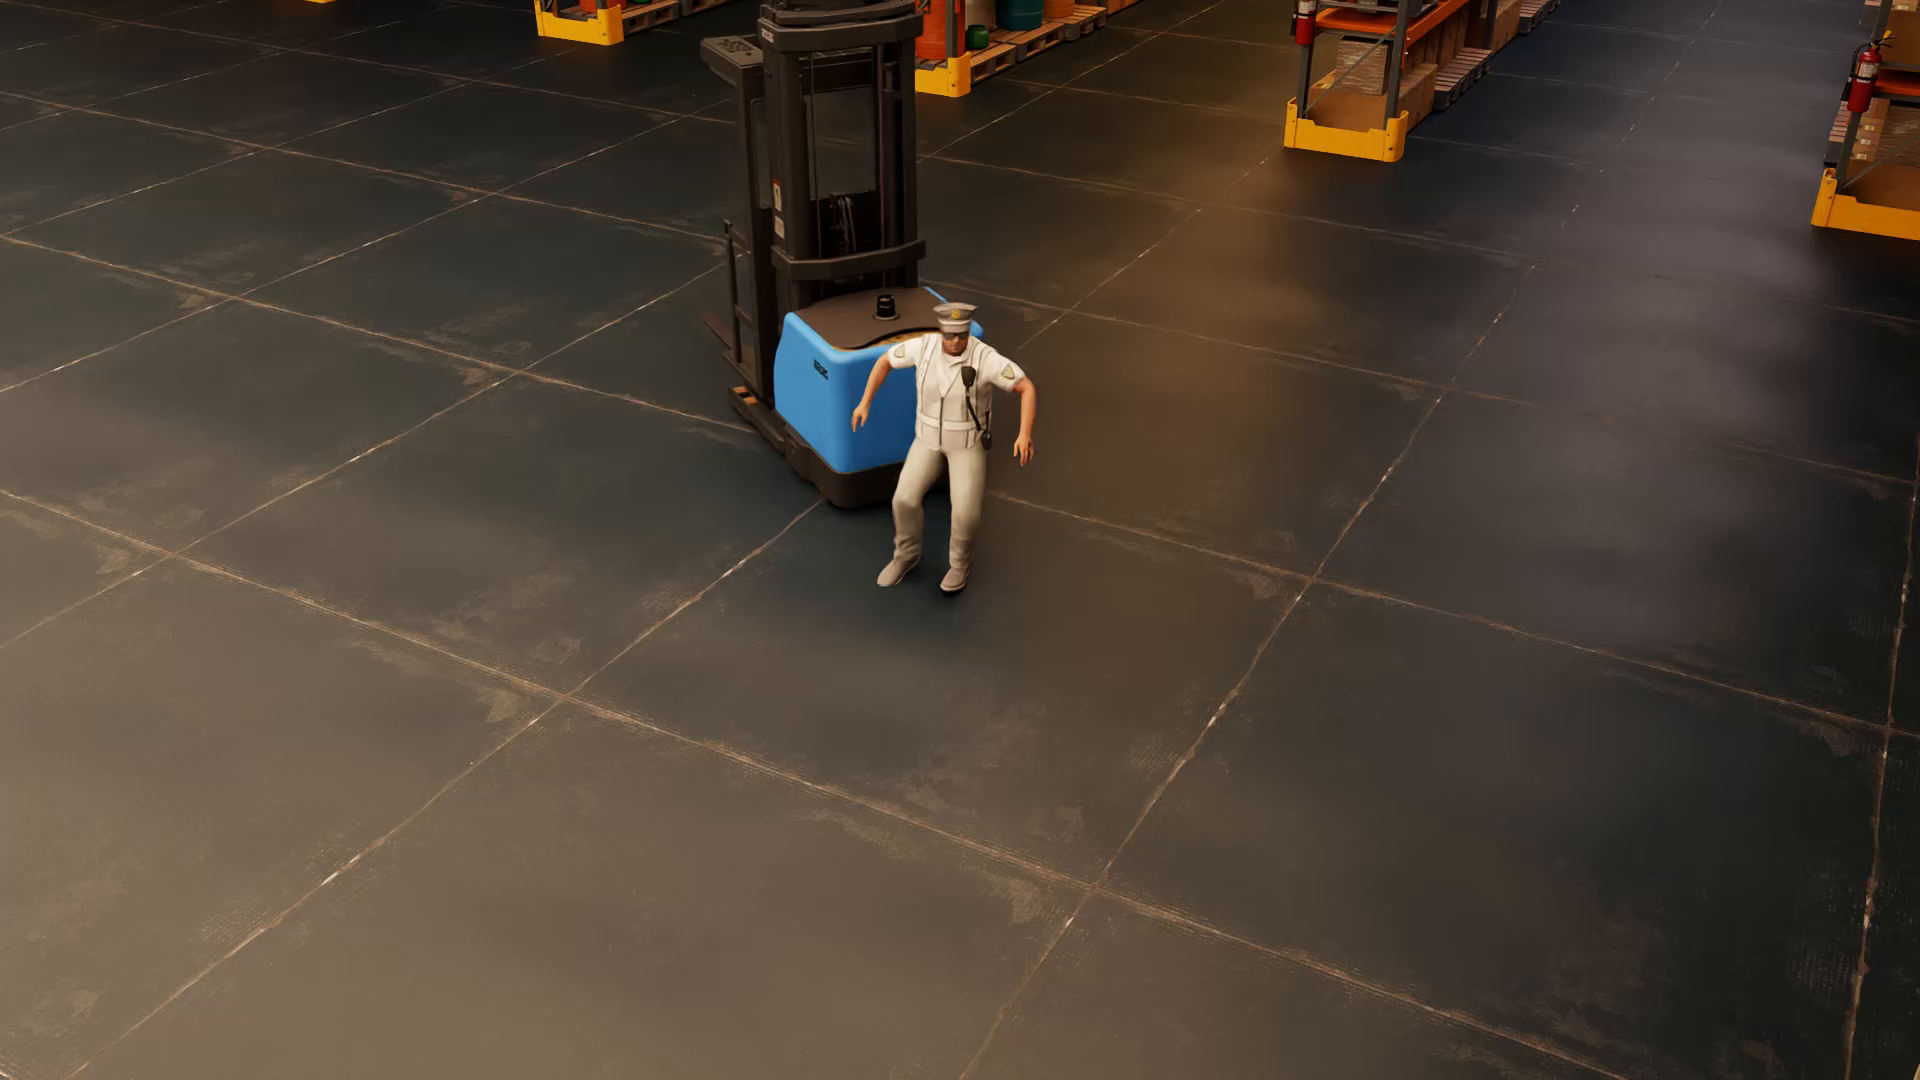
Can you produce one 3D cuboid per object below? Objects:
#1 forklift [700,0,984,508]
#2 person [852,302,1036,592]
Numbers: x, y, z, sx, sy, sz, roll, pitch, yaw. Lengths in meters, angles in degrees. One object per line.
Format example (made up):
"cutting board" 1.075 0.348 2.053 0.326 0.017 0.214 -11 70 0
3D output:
"forklift" -0.959 -2.177 10.843 1.130 2.935 3.031 -14 33 -23
"person" -0.090 -0.523 9.321 1.105 1.693 0.624 10 31 16
